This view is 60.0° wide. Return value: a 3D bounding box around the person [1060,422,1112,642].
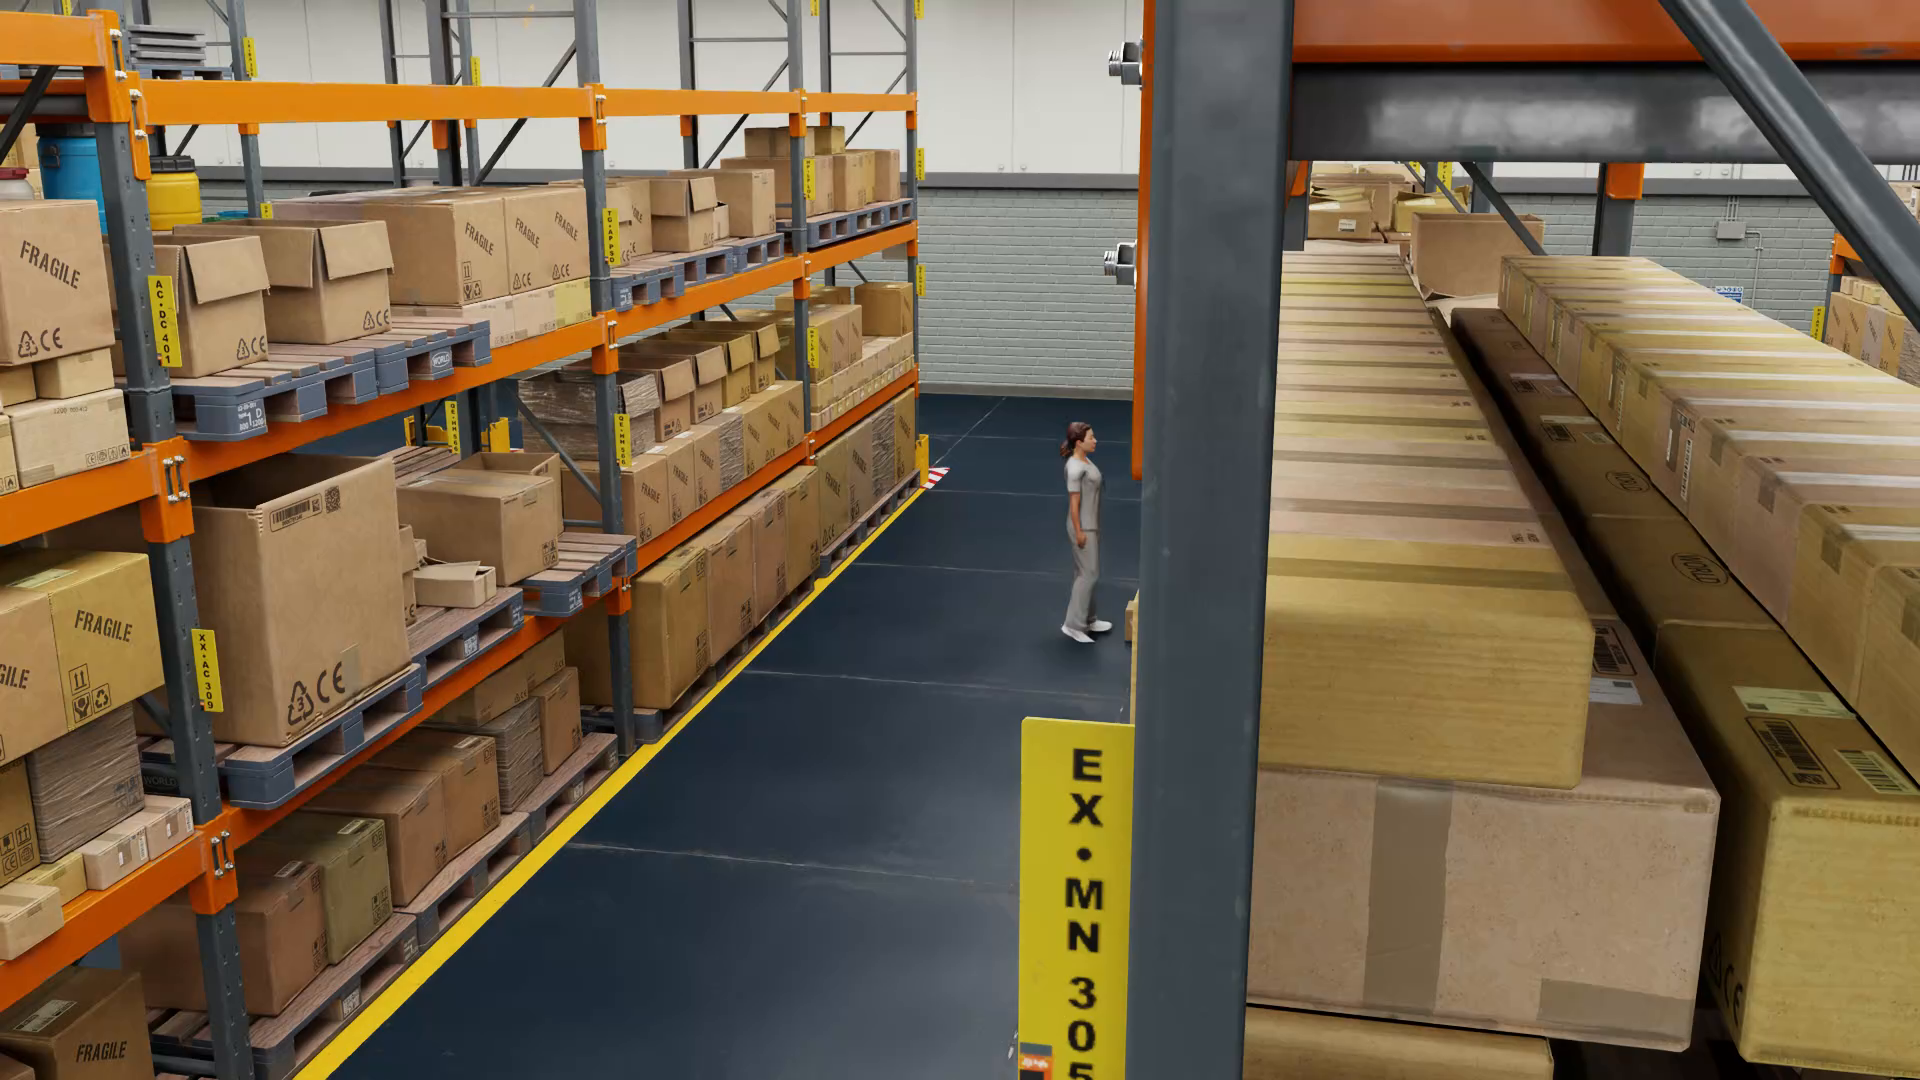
[{"bbox_3d":[0.967,-0.057,12.823,0.432,1.729,0.453,3,15,12],"label":"person"}]
